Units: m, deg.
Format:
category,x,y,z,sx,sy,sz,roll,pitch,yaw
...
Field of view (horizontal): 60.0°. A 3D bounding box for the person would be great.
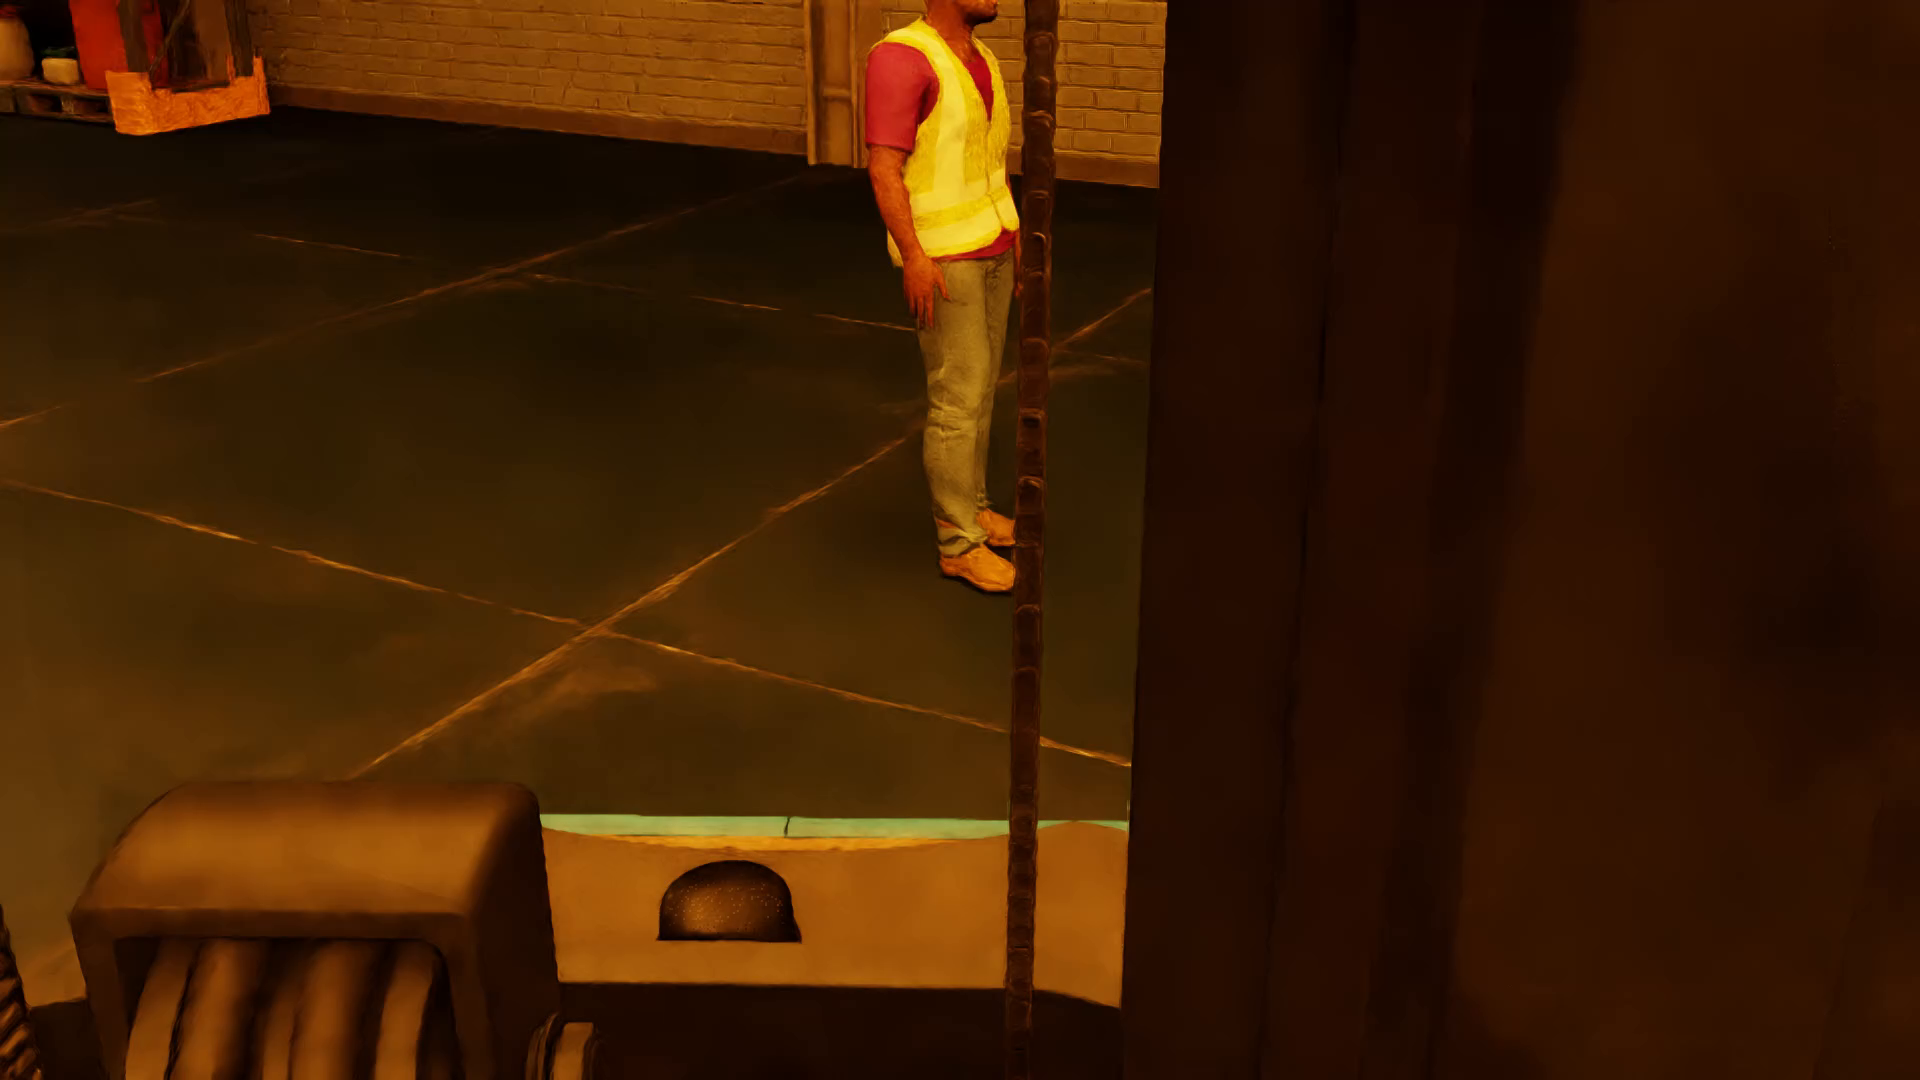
category,x,y,z,sx,sy,sz,roll,pitch,yaw
person,0.059,-0.806,4.685,0.576,1.766,0.665,11,25,25
